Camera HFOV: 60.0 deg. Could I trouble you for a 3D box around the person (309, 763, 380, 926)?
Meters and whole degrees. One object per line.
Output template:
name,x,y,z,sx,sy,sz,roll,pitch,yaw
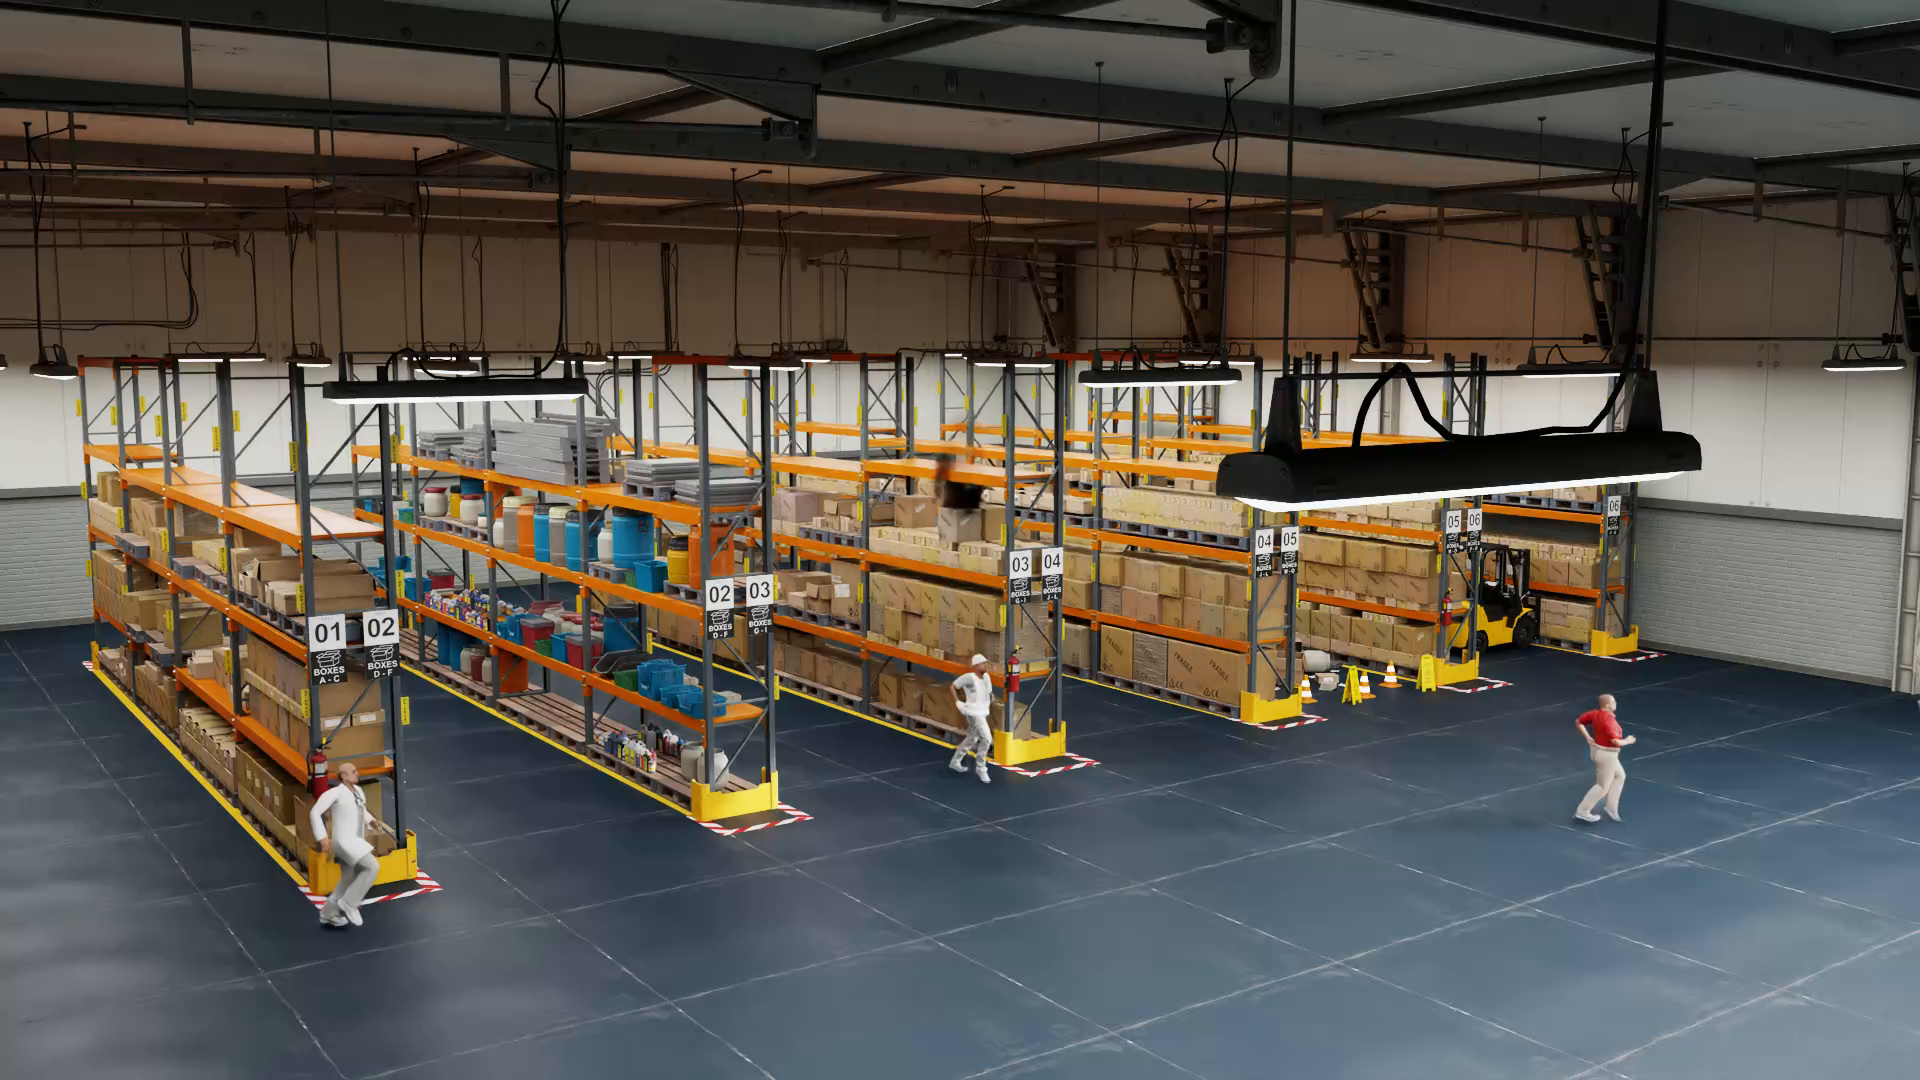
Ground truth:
person,-6.592,3.280,18.046,0.675,1.712,0.697,0,7,4

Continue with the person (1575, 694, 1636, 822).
person,8.427,2.877,21.756,0.767,1.773,0.670,0,7,-1

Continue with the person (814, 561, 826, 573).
person,-3.516,0.458,42.000,0.558,1.685,0.717,2,7,19

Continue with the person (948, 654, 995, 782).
person,0.206,2.557,24.075,0.736,1.820,0.686,3,8,27
